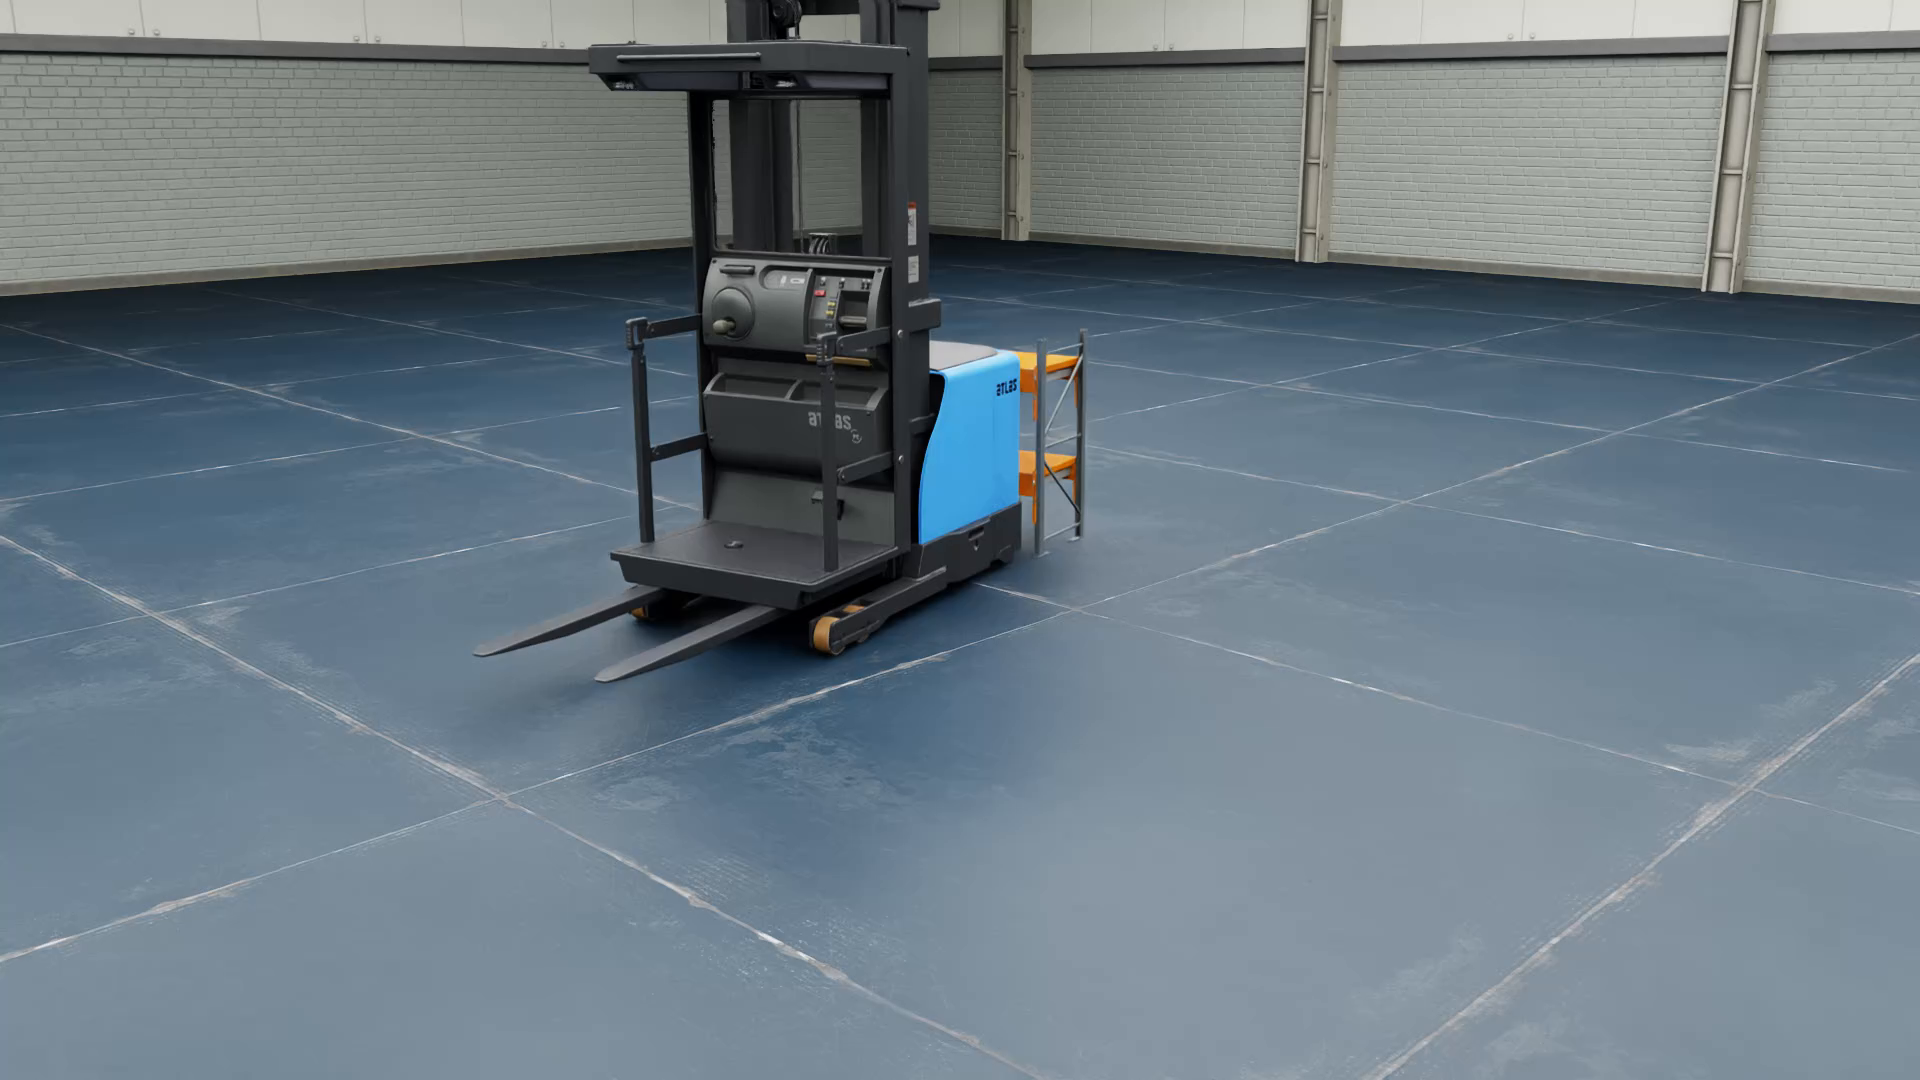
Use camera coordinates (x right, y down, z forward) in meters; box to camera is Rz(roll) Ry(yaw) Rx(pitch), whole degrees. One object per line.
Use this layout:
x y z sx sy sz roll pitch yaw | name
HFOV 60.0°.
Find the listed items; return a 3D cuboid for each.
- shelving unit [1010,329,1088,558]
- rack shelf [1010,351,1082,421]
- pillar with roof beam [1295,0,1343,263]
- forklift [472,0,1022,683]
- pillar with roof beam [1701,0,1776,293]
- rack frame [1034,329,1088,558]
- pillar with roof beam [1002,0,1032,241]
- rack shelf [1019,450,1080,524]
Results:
0.092 -0.575 8.908 1.048 1.125 0.538 9 17 30 | shelving unit
0.092 -0.858 8.834 1.000 0.278 0.538 9 17 30 | rack shelf
2.302 -7.763 20.879 0.400 9.000 9.100 14 20 42 | pillar with roof beam
-0.844 -1.059 7.184 1.130 2.935 3.031 8 17 28 | forklift
6.621 -6.713 16.849 0.400 9.000 9.100 14 20 42 | pillar with roof beam
0.527 -0.509 8.653 0.032 1.125 0.500 9 17 30 | rack frame
-2.018 -8.813 24.909 0.400 9.000 9.100 14 20 42 | pillar with roof beam
0.092 -0.338 8.969 1.000 0.278 0.538 9 17 30 | rack shelf
